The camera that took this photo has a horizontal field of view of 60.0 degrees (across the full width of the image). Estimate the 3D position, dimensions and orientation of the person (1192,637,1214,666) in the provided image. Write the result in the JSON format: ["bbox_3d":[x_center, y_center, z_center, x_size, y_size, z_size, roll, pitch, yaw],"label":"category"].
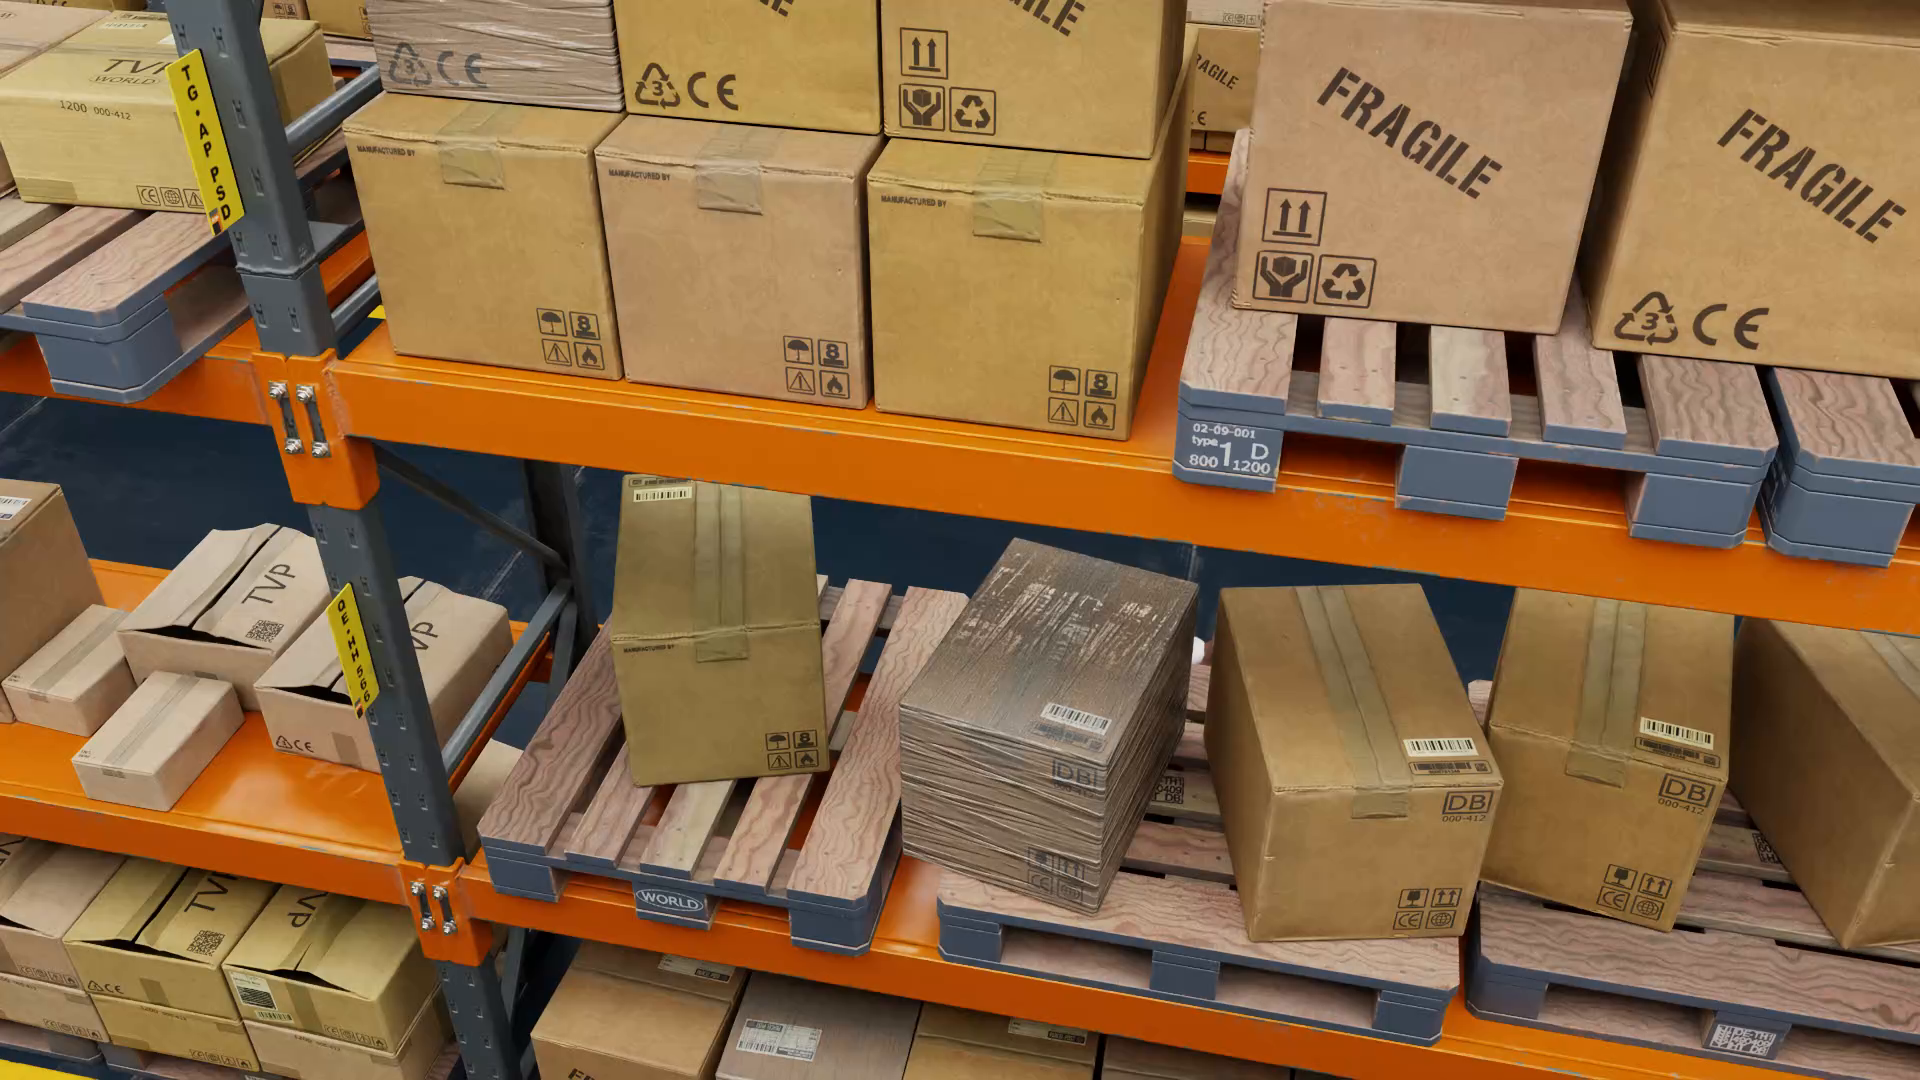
[{"bbox_3d":[0.615,0.663,6.122,0.935,0.828,0.577,7,37,9],"label":"person"}]
